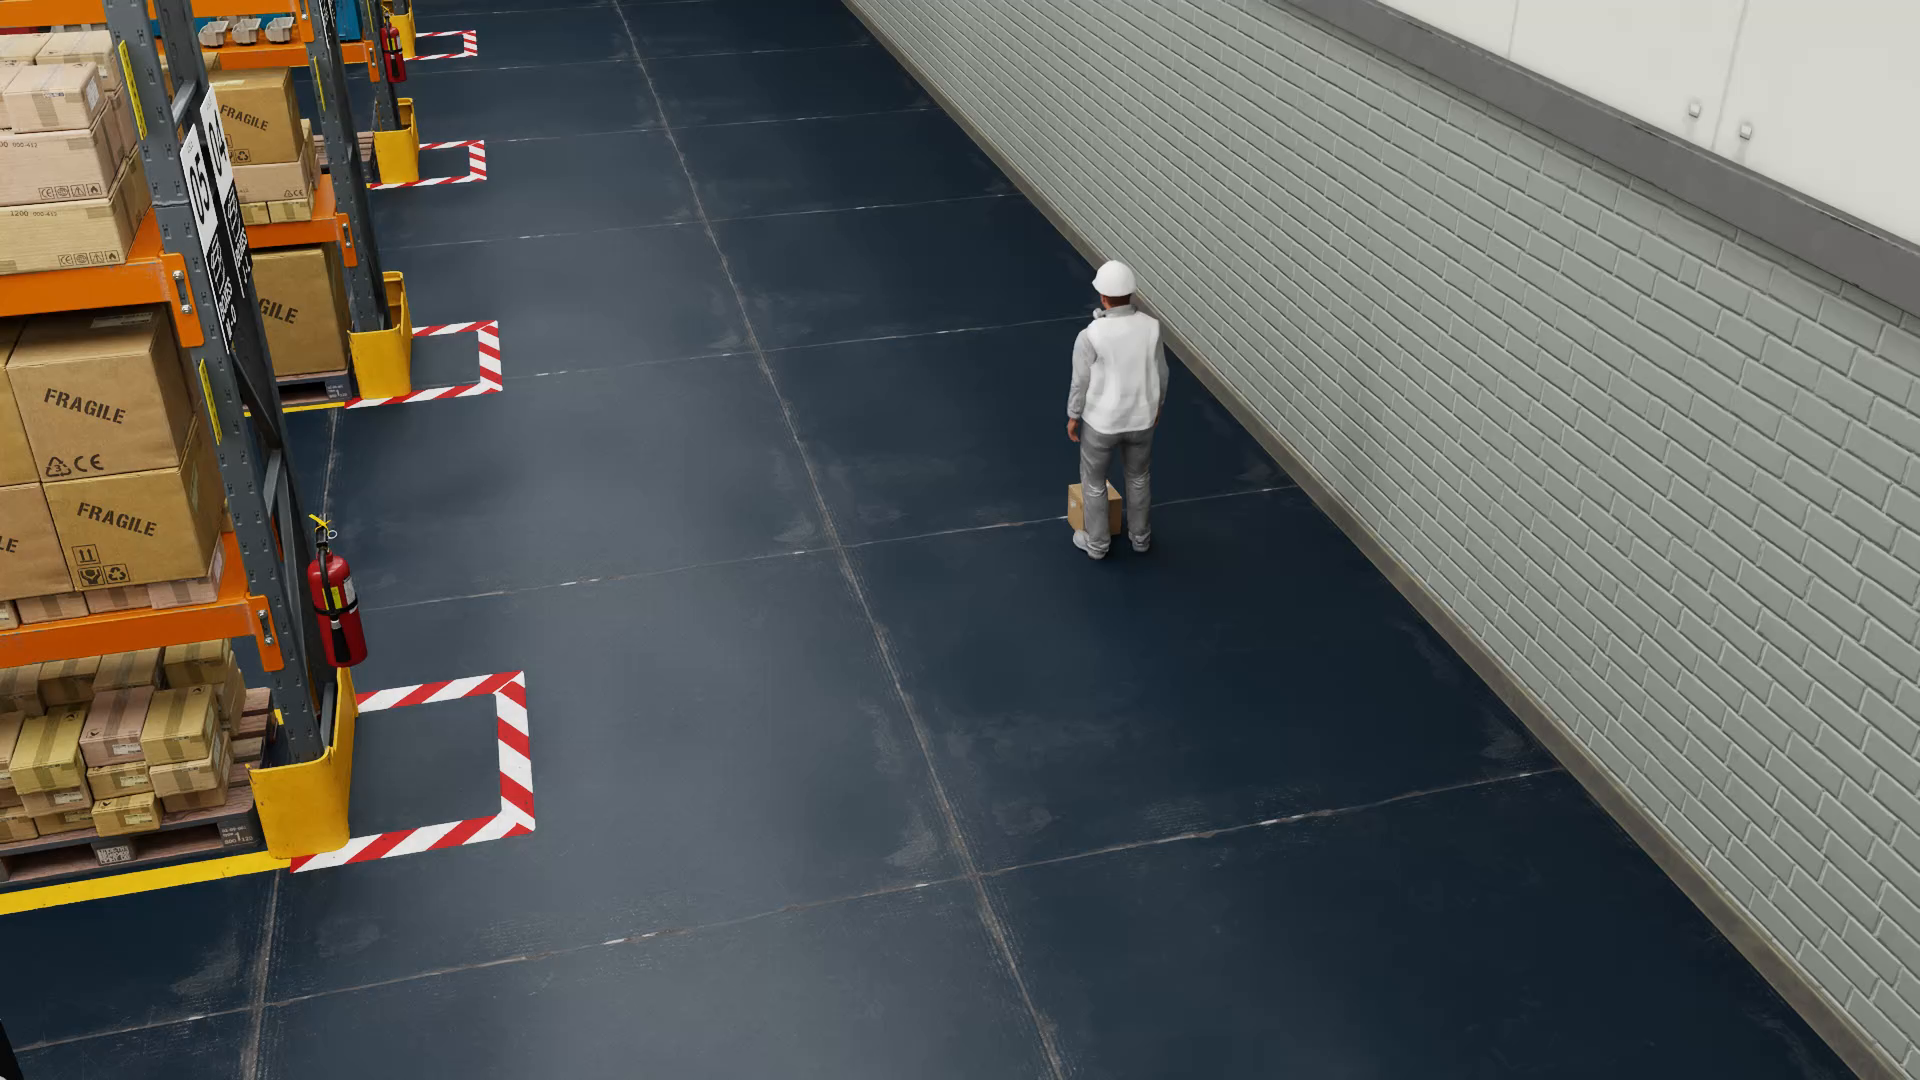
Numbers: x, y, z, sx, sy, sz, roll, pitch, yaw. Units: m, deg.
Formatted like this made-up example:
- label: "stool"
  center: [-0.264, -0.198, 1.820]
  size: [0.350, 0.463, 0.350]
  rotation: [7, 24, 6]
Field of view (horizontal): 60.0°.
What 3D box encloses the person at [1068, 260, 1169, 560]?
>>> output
- label: "person"
  center: [0.888, -0.721, 9.460]
  size: [0.586, 1.771, 0.466]
  rotation: [-8, 31, -14]
